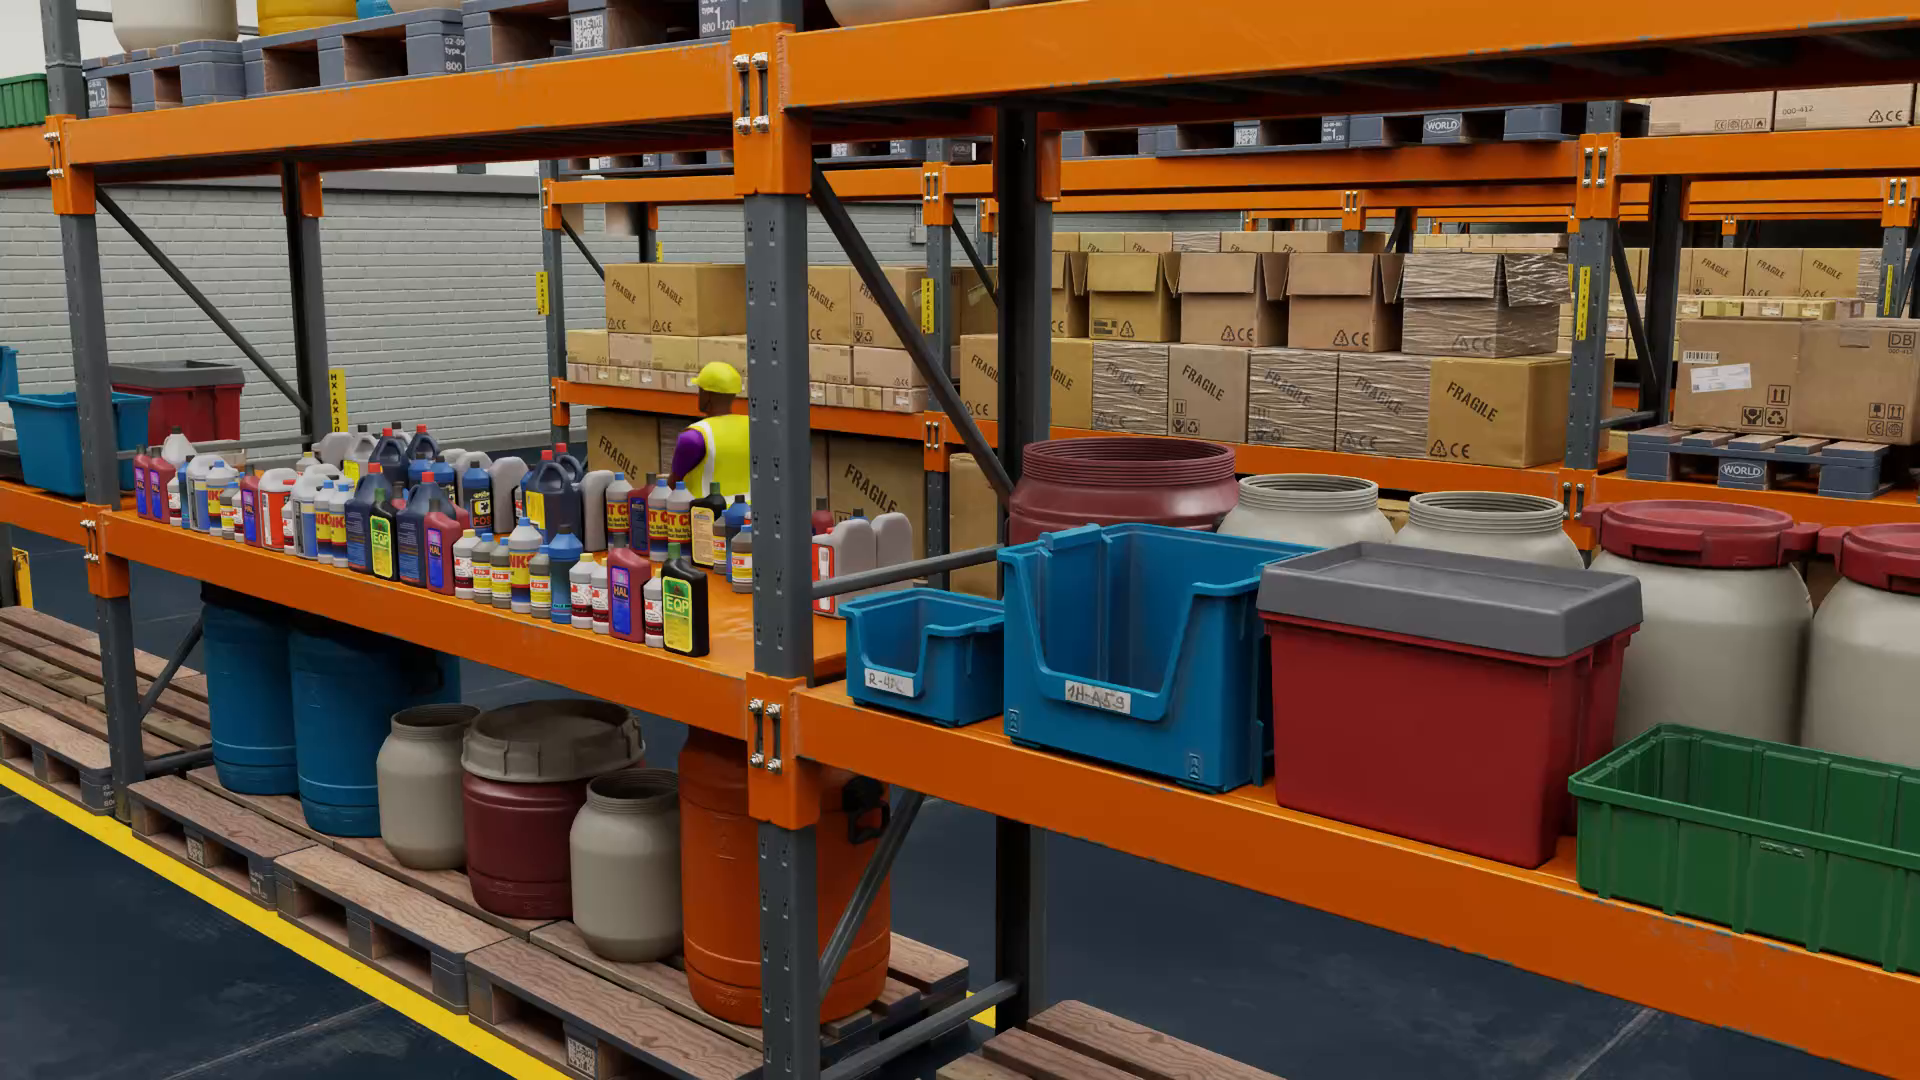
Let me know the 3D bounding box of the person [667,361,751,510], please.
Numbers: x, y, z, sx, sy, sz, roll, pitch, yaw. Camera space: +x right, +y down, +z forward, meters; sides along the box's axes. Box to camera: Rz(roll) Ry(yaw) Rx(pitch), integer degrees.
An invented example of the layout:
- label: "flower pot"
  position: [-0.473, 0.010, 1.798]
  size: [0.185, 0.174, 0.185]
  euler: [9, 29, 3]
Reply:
- label: "person"
  position: [-1.330, -0.056, 8.672]
  size: [0.586, 1.760, 0.503]
  euler: [9, 14, 42]
